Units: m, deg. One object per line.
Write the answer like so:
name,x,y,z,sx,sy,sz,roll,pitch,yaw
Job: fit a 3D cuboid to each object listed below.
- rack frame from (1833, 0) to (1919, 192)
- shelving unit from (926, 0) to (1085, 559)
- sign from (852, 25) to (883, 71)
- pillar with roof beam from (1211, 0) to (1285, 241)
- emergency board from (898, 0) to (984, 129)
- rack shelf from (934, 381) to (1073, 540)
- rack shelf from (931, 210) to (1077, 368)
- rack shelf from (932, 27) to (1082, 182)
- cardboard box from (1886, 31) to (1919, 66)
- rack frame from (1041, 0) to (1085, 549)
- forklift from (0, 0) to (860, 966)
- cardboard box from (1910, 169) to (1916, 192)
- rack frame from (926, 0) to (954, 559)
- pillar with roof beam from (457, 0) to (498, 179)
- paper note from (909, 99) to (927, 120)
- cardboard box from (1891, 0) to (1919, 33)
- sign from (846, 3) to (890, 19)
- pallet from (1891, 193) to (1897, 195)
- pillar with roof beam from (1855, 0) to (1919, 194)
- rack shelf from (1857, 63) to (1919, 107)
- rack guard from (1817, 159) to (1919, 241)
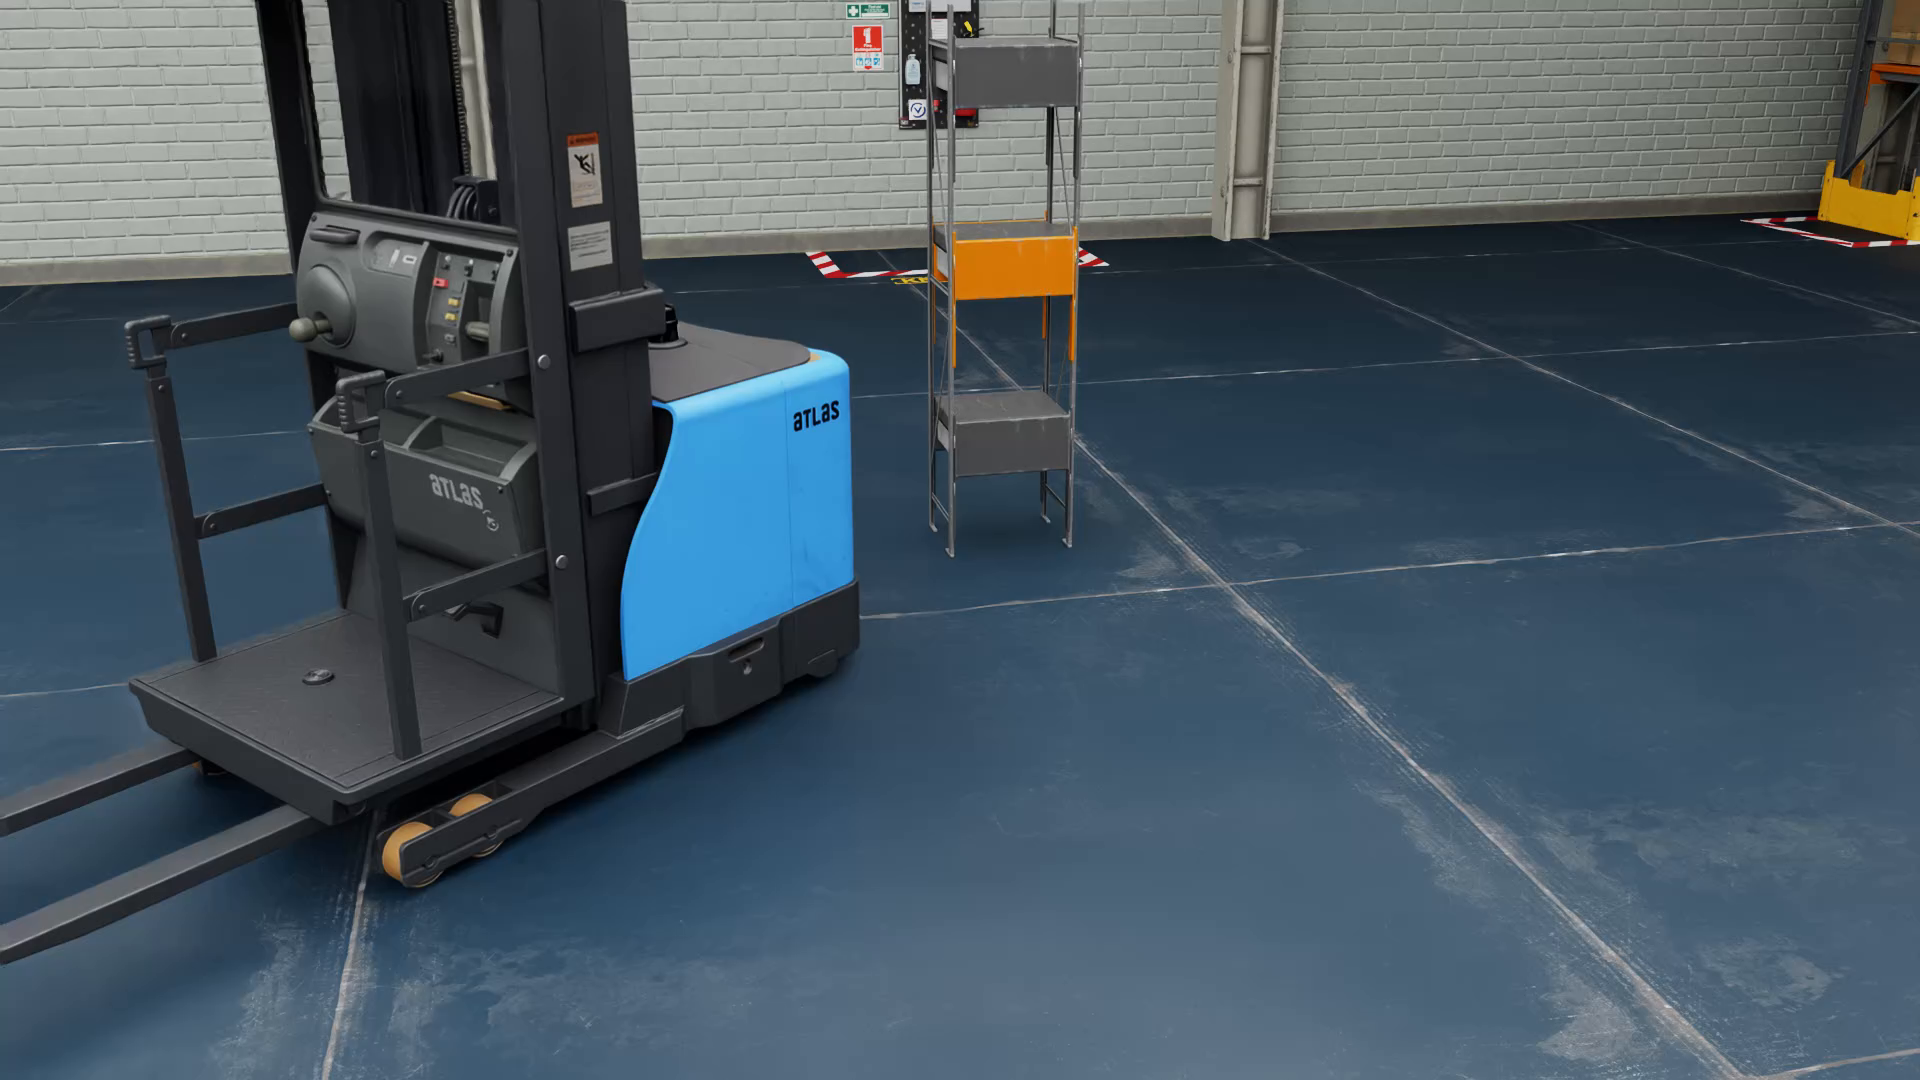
rack frame,7.638,-4.011,13.403,0.127,3.000,1.000,-5,21,-12
shelving unit,0.161,-0.999,6.489,0.503,2.100,0.431,-5,21,-12
sign,-0.694,-3.706,12.518,0.234,0.329,0.001,-5,21,-12
pillar with roof beam,3.272,-5.257,8.083,0.400,9.000,9.100,-5,21,-12
emergency board,-0.132,-3.698,12.550,0.643,1.169,0.194,-5,21,-12
rack shelf,0.161,-0.329,6.735,0.480,0.518,0.431,-5,21,-12
rack shelf,0.161,-0.986,6.494,0.480,0.518,0.431,-5,21,-12
rack shelf,0.161,-1.644,6.253,0.480,0.518,0.431,-5,21,-12
cardboard box,8.049,-4.052,13.704,0.500,0.250,0.500,-4,21,-12
rack frame,0.399,-1.018,6.542,0.015,2.100,0.400,-5,21,-12
forklift,-1.640,-0.662,4.359,1.130,2.935,3.031,15,25,35
cardboard box,8.332,-2.980,13.857,0.500,0.311,0.500,-7,21,-19
rack frame,-0.076,-0.980,6.436,0.015,2.100,0.400,-5,21,-12
pillar with roof beam,-2.567,-4.782,6.787,0.400,9.000,9.100,-5,21,-12
paper note,-0.320,-3.294,12.726,0.142,0.148,0.016,-5,21,-12
cardboard box,8.048,-4.411,13.593,0.500,0.500,0.500,-5,21,-13
sign,-0.687,-3.952,12.420,0.331,0.109,0.001,-5,21,-12
pallet,8.511,-2.760,14.043,1.213,0.211,1.003,-5,21,-12
pillar with roof beam,9.111,-5.732,9.379,0.400,9.000,9.100,-5,21,-12
rack shelf,9.585,-3.832,13.959,4.000,0.370,1.077,-5,21,-12
rack guard,7.712,-2.843,13.850,0.348,0.500,1.175,-5,21,-12
